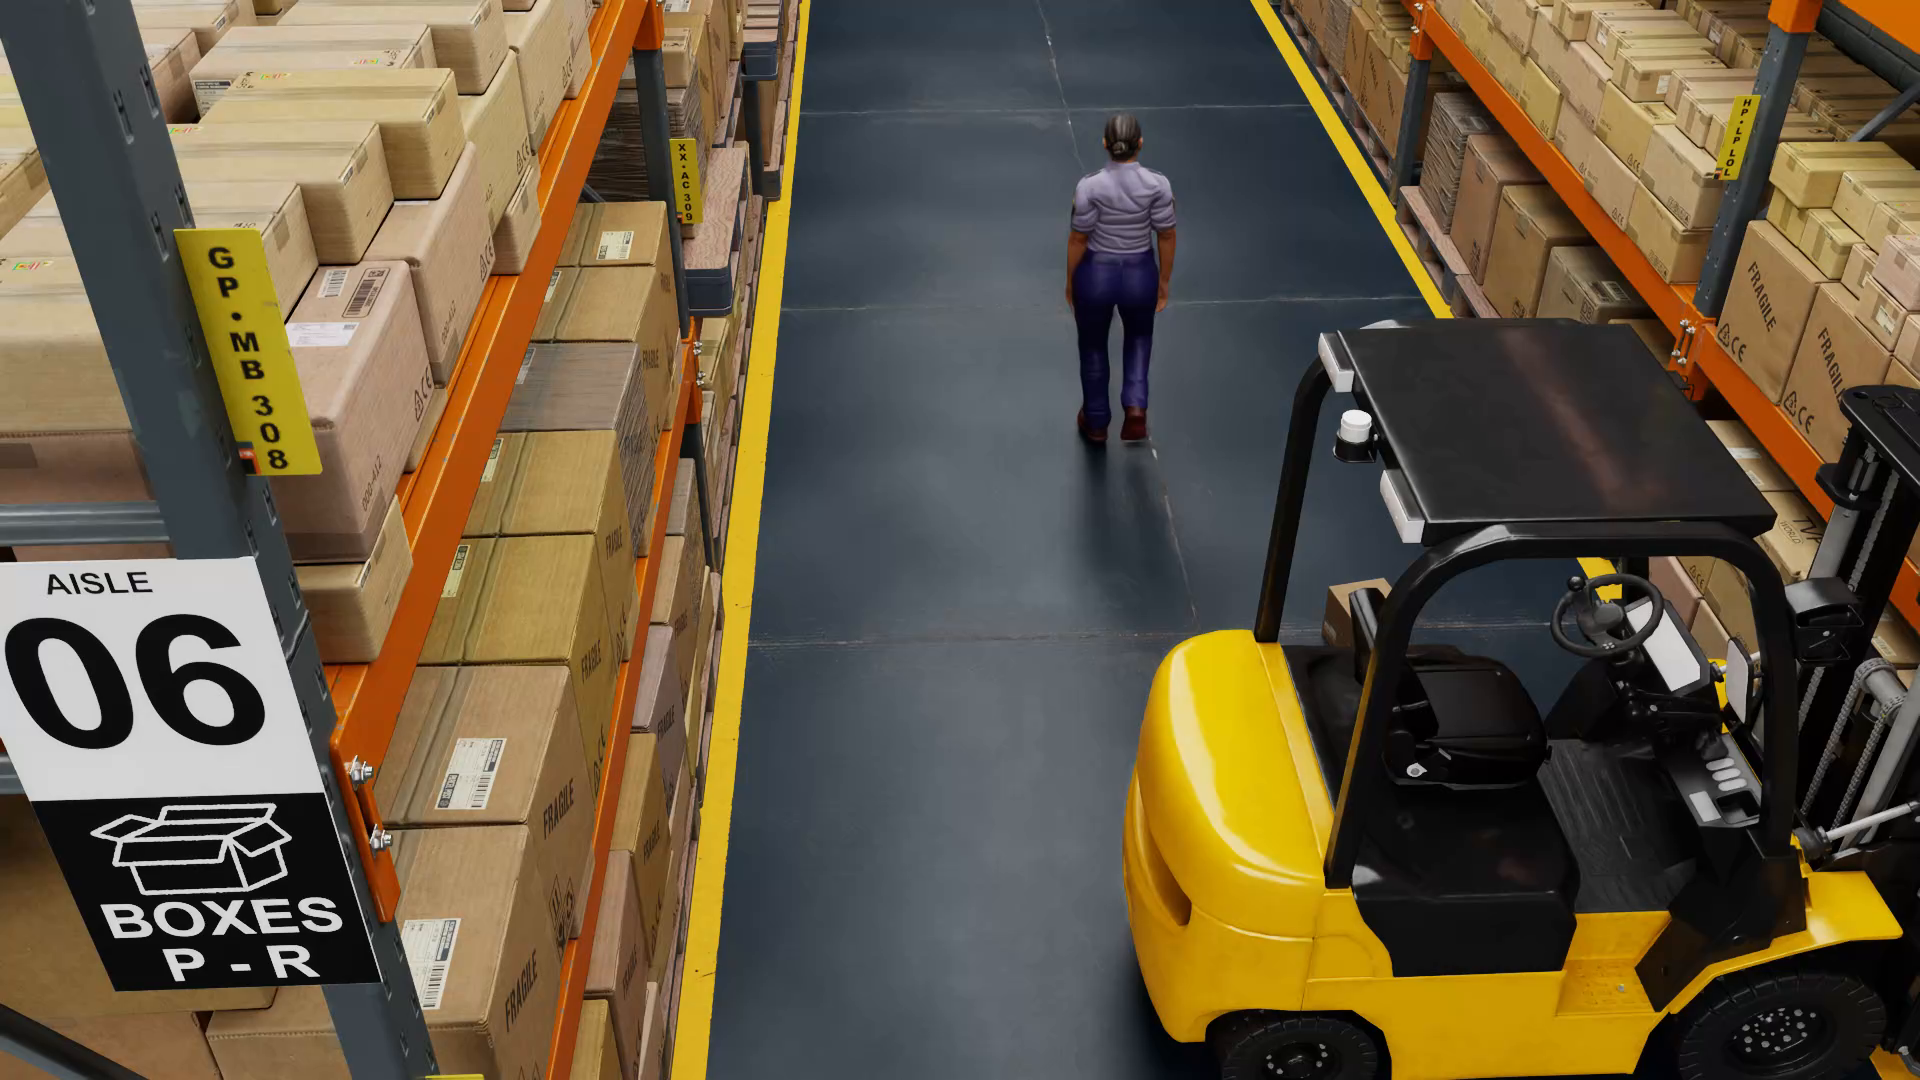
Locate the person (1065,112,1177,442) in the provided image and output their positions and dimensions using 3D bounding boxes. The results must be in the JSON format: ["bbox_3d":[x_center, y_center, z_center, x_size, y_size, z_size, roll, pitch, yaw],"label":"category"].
[{"bbox_3d":[0.747,-1.196,7.803,0.491,1.649,0.465,-3,36,-5],"label":"person"}]
